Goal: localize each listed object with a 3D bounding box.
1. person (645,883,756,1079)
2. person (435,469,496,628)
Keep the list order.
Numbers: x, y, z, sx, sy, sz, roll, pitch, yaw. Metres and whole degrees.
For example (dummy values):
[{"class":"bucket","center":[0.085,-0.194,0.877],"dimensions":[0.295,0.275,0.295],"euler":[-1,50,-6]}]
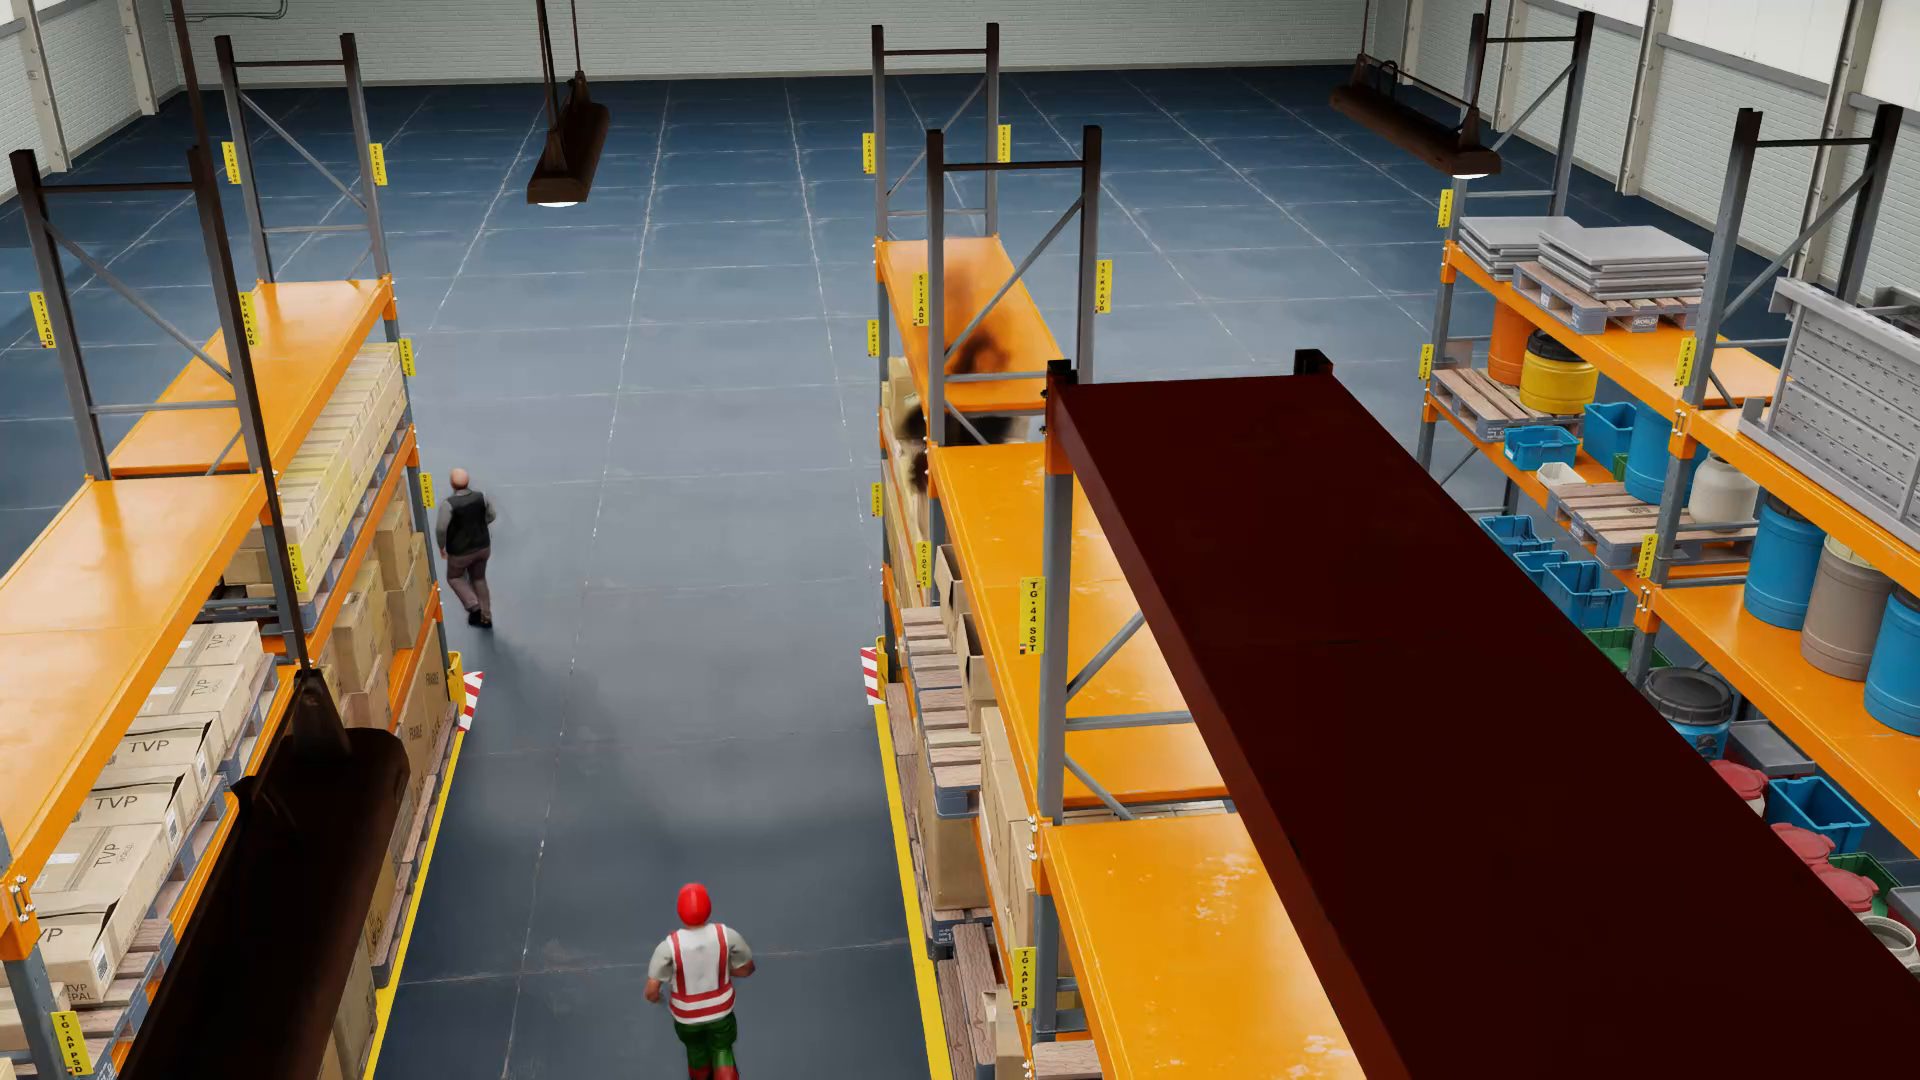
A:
[{"class":"person","center":[-1.594,2.931,10.317],"dimensions":[0.684,1.781,0.782],"euler":[-7,26,-14]},{"class":"person","center":[-4.882,0.079,16.390],"dimensions":[0.689,1.682,0.592],"euler":[-21,32,-37]}]
